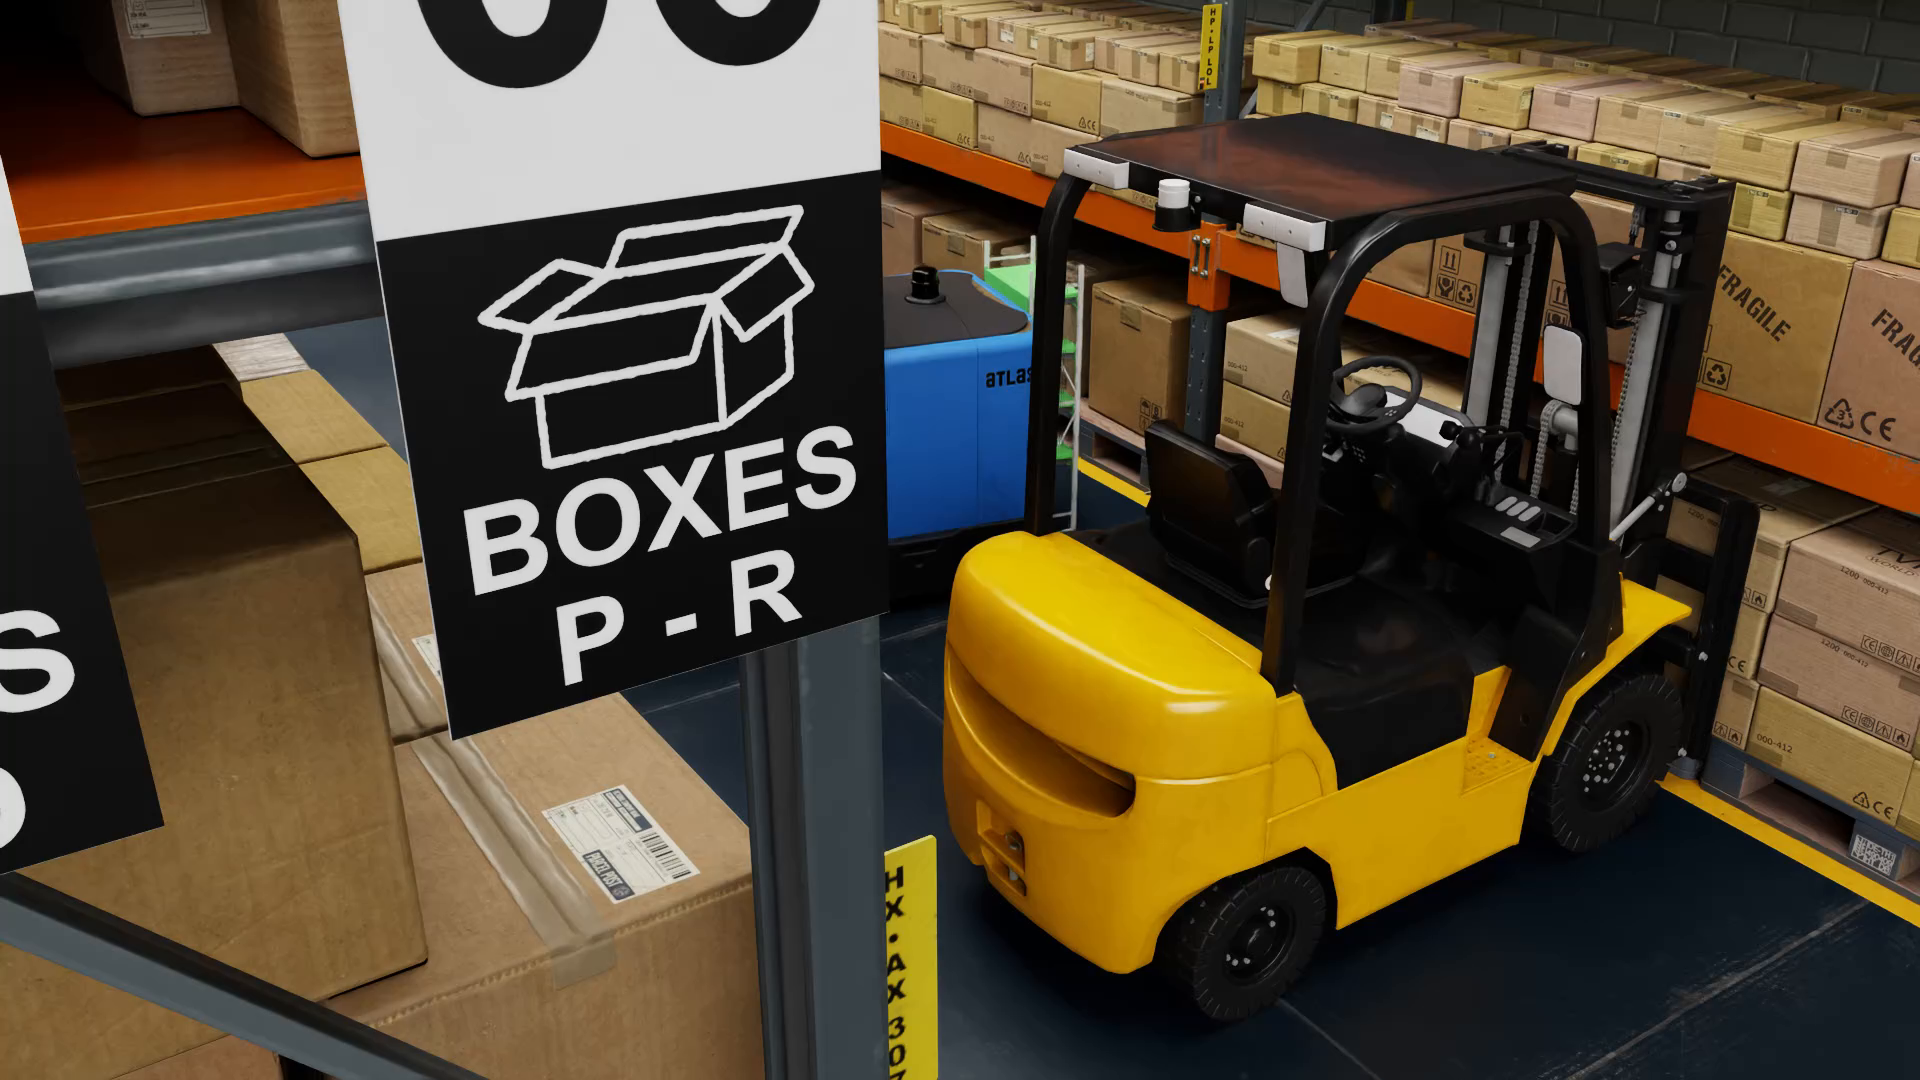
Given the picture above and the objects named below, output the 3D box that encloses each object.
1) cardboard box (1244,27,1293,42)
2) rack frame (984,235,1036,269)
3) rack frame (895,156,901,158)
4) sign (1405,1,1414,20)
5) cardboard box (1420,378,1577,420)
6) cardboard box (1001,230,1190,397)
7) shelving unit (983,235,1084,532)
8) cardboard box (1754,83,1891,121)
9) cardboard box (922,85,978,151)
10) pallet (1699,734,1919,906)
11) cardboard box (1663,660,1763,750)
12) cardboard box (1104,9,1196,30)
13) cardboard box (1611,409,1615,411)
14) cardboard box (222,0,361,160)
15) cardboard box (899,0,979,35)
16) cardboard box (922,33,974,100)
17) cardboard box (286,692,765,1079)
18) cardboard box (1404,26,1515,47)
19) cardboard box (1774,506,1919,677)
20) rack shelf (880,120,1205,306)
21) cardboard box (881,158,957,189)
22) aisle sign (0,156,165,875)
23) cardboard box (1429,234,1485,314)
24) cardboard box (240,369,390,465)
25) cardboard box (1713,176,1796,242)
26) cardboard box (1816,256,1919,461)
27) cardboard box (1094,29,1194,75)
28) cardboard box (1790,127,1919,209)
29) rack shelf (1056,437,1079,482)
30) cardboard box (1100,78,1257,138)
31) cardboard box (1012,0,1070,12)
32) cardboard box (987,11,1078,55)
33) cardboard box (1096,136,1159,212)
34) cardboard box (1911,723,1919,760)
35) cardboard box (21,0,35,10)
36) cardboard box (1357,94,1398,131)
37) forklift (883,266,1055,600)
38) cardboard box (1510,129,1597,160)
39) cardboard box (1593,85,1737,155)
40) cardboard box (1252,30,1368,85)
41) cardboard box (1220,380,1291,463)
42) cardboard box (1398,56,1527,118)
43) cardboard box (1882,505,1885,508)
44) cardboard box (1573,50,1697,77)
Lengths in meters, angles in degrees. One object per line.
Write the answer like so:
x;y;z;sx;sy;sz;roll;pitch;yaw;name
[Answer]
1.337;-2.233;7.589;0.380;0.149;0.250;-17;30;-31;cardboard box
0.218;-0.764;7.464;0.240;1.200;0.015;-10;27;-19;rack frame
-0.732;-3.041;10.178;1.000;3.000;0.127;-16;29;-30;rack frame
1.915;-2.167;7.221;0.100;0.325;0.005;-16;29;-30;sign
2.004;-0.402;6.146;0.500;0.250;0.500;-14;29;-28;cardboard box
0.740;-1.190;8.546;0.875;0.625;0.625;-16;30;-30;cardboard box
0.308;-0.667;7.258;0.258;1.200;0.503;-10;27;-19;shelving unit
2.810;-1.382;5.439;0.380;0.149;0.250;-15;29;-29;cardboard box
0.144;-2.208;8.589;0.500;0.250;0.500;-14;29;-28;cardboard box
3.182;0.818;5.271;1.003;0.211;1.213;-16;29;-30;pallet
2.584;0.418;5.579;0.500;0.250;0.500;-15;29;-29;cardboard box
0.929;-2.504;8.163;0.380;0.149;0.250;-16;29;-30;cardboard box
2.436;-0.516;6.388;0.500;0.250;0.500;-15;29;-29;cardboard box
-0.431;-0.459;1.488;0.380;0.149;0.250;-16;29;-30;cardboard box
-0.092;-2.738;8.659;0.380;0.149;0.250;-15;29;-29;cardboard box
0.148;-2.436;8.487;0.500;0.250;0.500;-15;29;-29;cardboard box
-0.548;0.565;2.074;0.500;0.500;0.500;-16;30;-30;cardboard box
1.981;-1.940;6.621;0.380;0.149;0.250;-16;30;-31;cardboard box
2.838;0.148;4.979;0.500;0.250;0.500;-15;29;-29;cardboard box
0.359;-2.000;8.816;1.077;0.370;4.000;-16;29;-30;rack shelf
-0.403;-1.931;10.116;0.875;0.625;0.625;-15;29;-28;cardboard box
-0.731;-0.107;0.918;0.394;0.787;0.004;-16;29;-30;aisle sign
2.050;-1.073;5.891;0.500;0.500;0.500;-16;30;-30;cardboard box
-1.397;0.018;3.232;0.500;0.500;0.500;-16;30;-31;cardboard box
2.490;-1.030;5.041;0.380;0.149;0.250;-15;29;-29;cardboard box
2.871;-0.527;4.736;0.500;0.500;0.500;-15;29;-28;cardboard box
0.833;-2.207;7.535;0.380;0.149;0.250;-16;29;-30;cardboard box
2.628;-1.074;4.785;0.380;0.149;0.250;-15;29;-28;cardboard box
0.308;-0.393;7.388;0.258;0.148;0.480;-10;27;-19;rack shelf
0.969;-1.885;7.319;0.500;0.250;0.500;-16;30;-31;cardboard box
0.469;-2.766;8.718;0.380;0.149;0.250;-15;29;-28;cardboard box
0.356;-2.469;8.090;0.380;0.149;0.250;-15;29;-29;cardboard box
0.957;-1.662;7.432;0.500;0.250;0.500;-15;29;-28;cardboard box
3.107;0.547;4.722;0.500;0.250;0.500;-16;30;-30;cardboard box
-1.069;-0.811;2.235;0.380;0.149;0.250;-17;30;-31;cardboard box
1.713;-1.595;6.237;0.380;0.149;0.250;-16;29;-30;cardboard box
-1.183;-1.132;6.214;3.031;2.935;1.130;-9;27;-19;forklift
2.079;-1.309;5.632;0.380;0.149;0.250;-17;30;-31;cardboard box
2.297;-1.373;5.419;0.380;0.149;0.250;-15;29;-29;cardboard box
1.377;-1.900;6.536;0.380;0.149;0.250;-15;29;-29;cardboard box
1.457;-0.538;7.019;0.500;0.250;0.500;-16;29;-30;cardboard box
1.796;-1.623;5.948;0.380;0.149;0.250;-15;29;-28;cardboard box
3.255;0.028;5.235;0.500;0.250;0.500;-15;29;-29;cardboard box
2.450;-1.676;6.062;0.380;0.149;0.250;-16;30;-30;cardboard box
